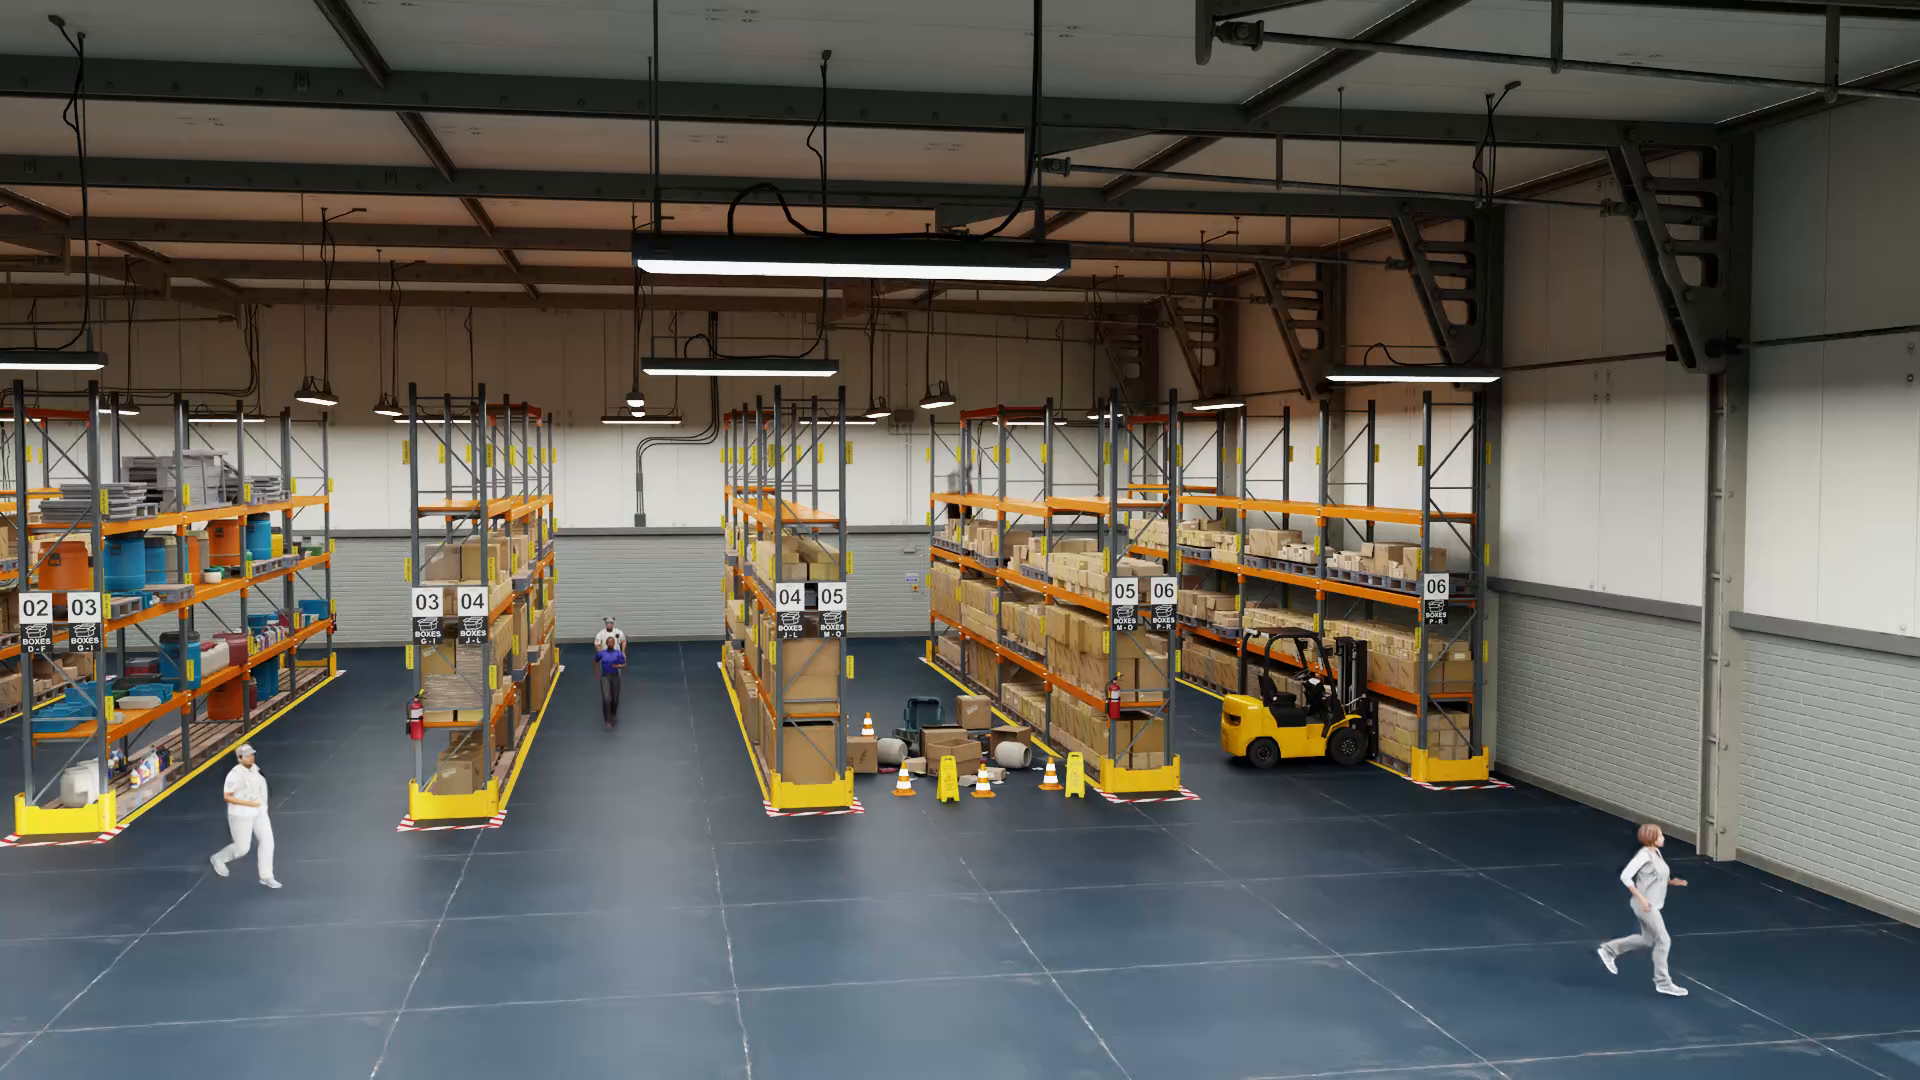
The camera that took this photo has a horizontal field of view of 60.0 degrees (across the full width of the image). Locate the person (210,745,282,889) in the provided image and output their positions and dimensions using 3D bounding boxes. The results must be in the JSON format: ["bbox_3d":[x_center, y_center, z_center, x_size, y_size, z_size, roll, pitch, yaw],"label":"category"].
[{"bbox_3d":[-8.292,3.207,19.331,0.912,1.669,0.619,1,3,21],"label":"person"}]

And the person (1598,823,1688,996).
[{"bbox_3d":[6.366,3.413,15.495,0.795,1.576,0.538,2,3,32],"label":"person"}]

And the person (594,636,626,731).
[{"bbox_3d":[-6.433,2.608,30.593,0.562,1.682,0.885,-1,3,-18],"label":"person"}]

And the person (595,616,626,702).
[{"bbox_3d":[-7.070,2.417,33.648,0.632,1.775,0.676,-1,3,-11],"label":"person"}]
